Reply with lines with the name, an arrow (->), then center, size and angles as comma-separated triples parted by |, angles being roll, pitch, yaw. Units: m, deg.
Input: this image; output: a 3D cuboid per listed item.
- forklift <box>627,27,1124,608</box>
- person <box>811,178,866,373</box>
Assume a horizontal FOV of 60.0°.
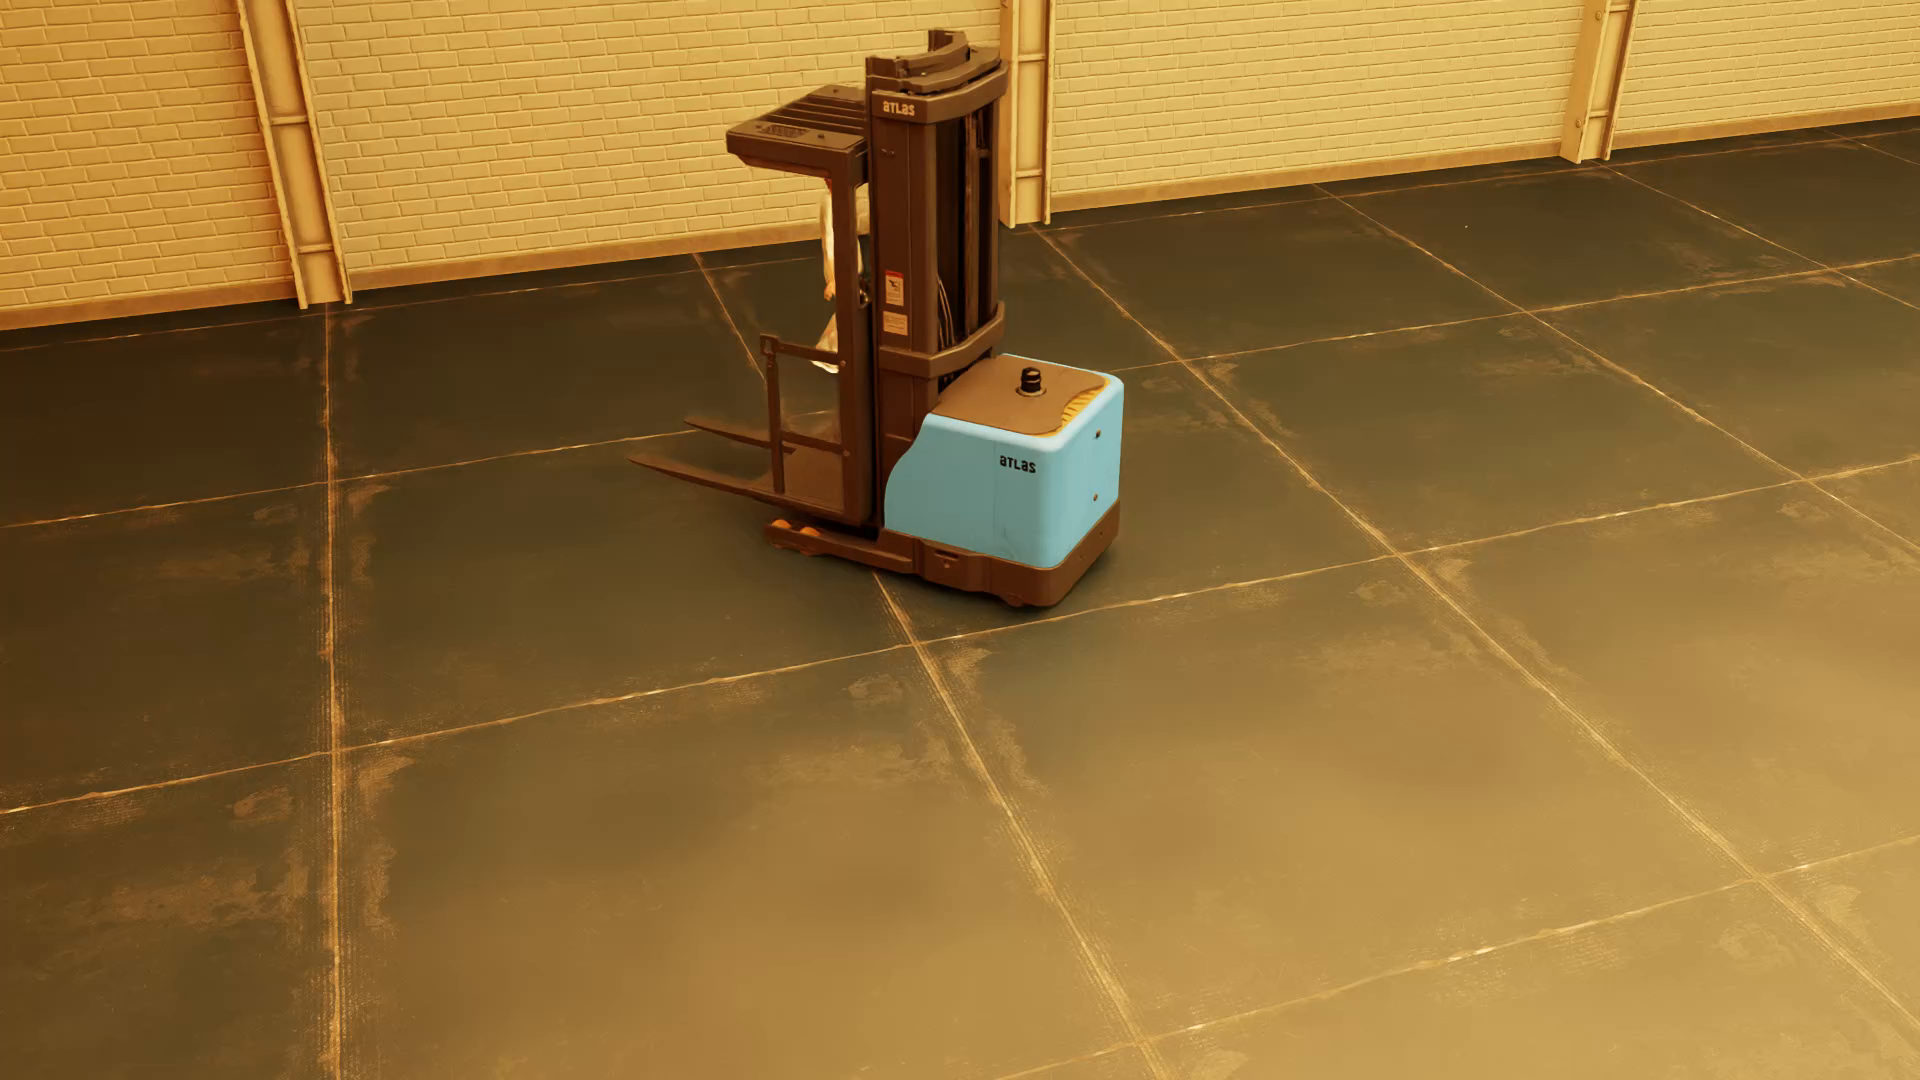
forklift -> -0.601, -1.396, 9.514 | 3.031, 2.935, 1.130 | 14, 33, 23
person -> -0.858, -1.917, 11.845 | 0.450, 1.520, 0.754 | -2, 30, -3
